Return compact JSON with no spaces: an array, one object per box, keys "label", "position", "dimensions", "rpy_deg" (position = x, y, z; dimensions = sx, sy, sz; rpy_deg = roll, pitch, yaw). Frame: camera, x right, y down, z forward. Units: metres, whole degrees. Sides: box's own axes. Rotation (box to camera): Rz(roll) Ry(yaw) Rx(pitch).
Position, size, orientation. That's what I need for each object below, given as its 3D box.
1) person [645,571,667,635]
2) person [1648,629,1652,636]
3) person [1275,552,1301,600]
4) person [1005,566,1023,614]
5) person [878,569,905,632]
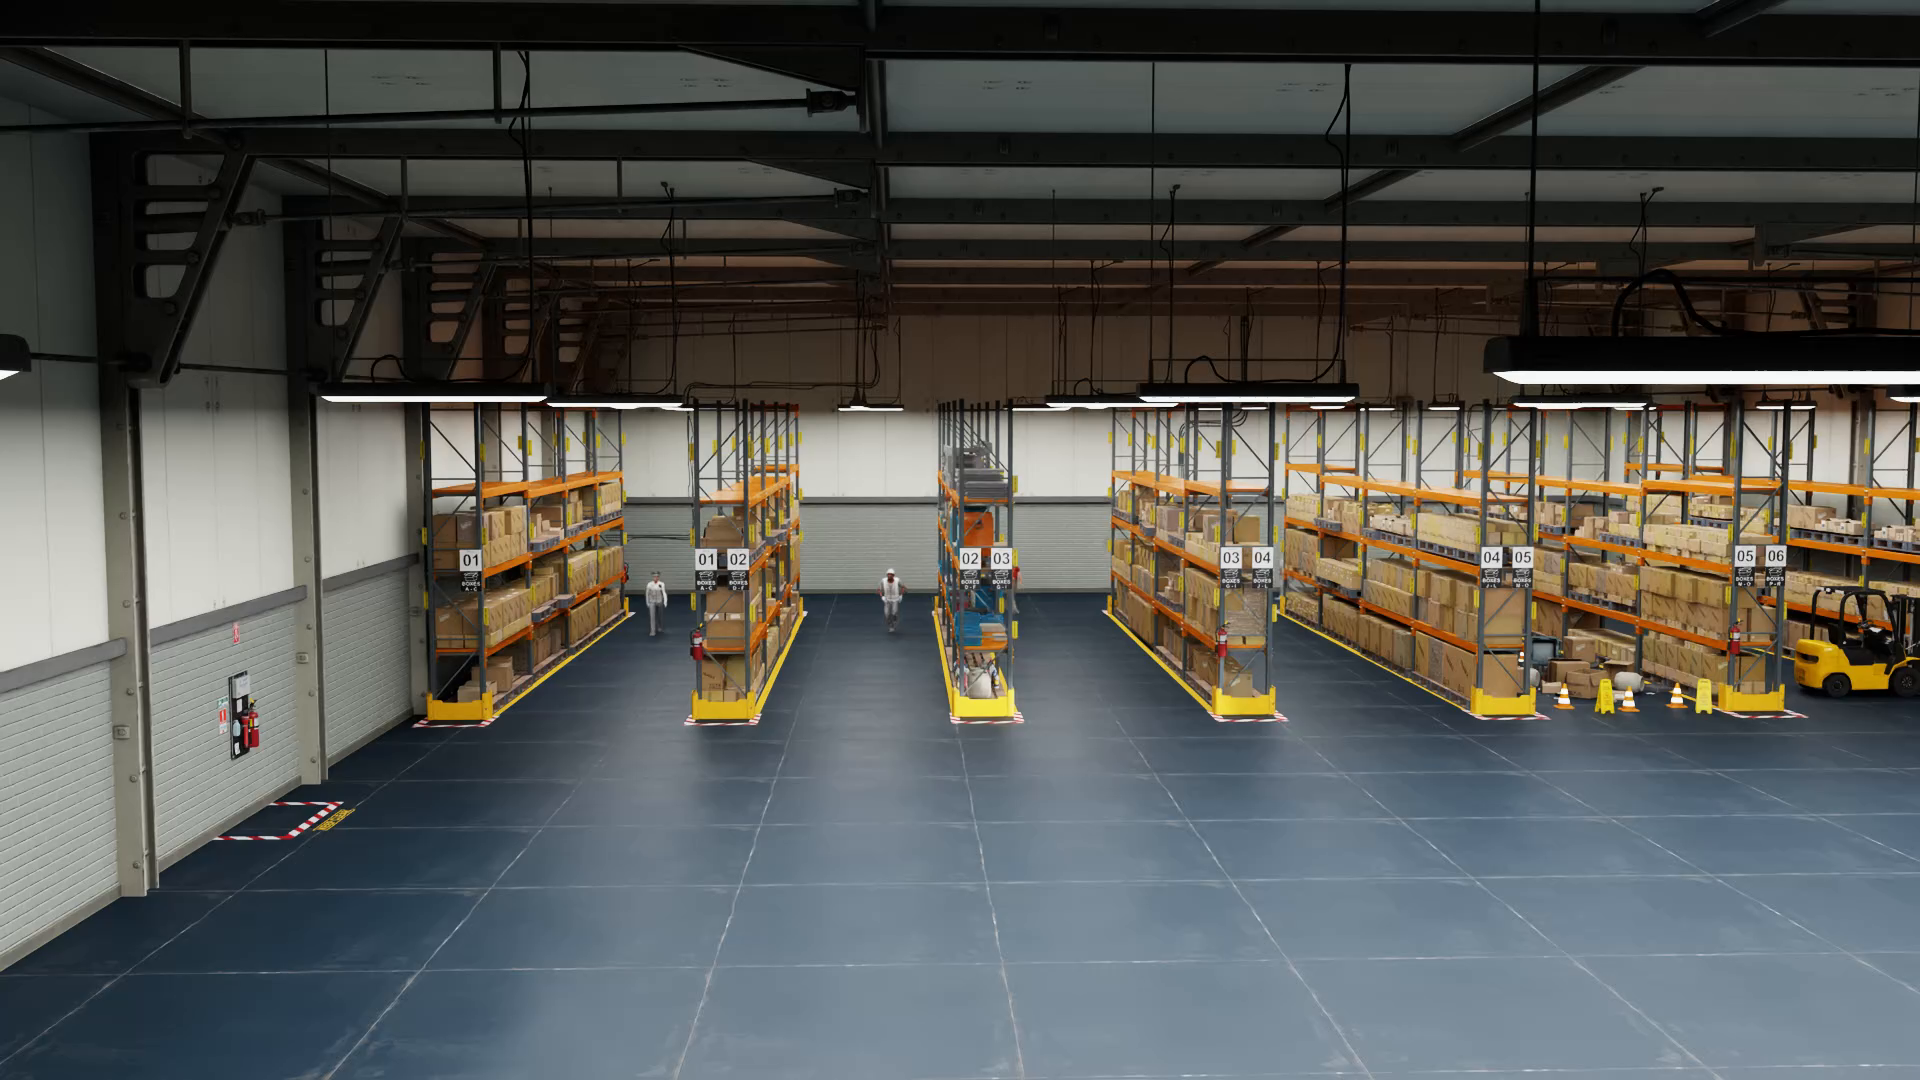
[{"label":"person","position":[-7.876,1.619,43.101],"dimensions":[0.567,1.617,1.034],"rpy_deg":[0,4,-4]},{"label":"person","position":[17.586,1.737,41.908],"dimensions":[0.415,1.579,0.528],"rpy_deg":[-1,5,-18]},{"label":"person","position":[10.061,1.016,51.007],"dimensions":[0.925,1.644,0.460],"rpy_deg":[-1,4,-13]},{"label":"person","position":[1.496,1.243,47.786],"dimensions":[0.582,1.664,1.046],"rpy_deg":[-2,5,-28]},{"label":"person","position":[-1.798,1.581,43.530],"dimensions":[0.696,1.684,0.641],"rpy_deg":[0,4,7]}]
